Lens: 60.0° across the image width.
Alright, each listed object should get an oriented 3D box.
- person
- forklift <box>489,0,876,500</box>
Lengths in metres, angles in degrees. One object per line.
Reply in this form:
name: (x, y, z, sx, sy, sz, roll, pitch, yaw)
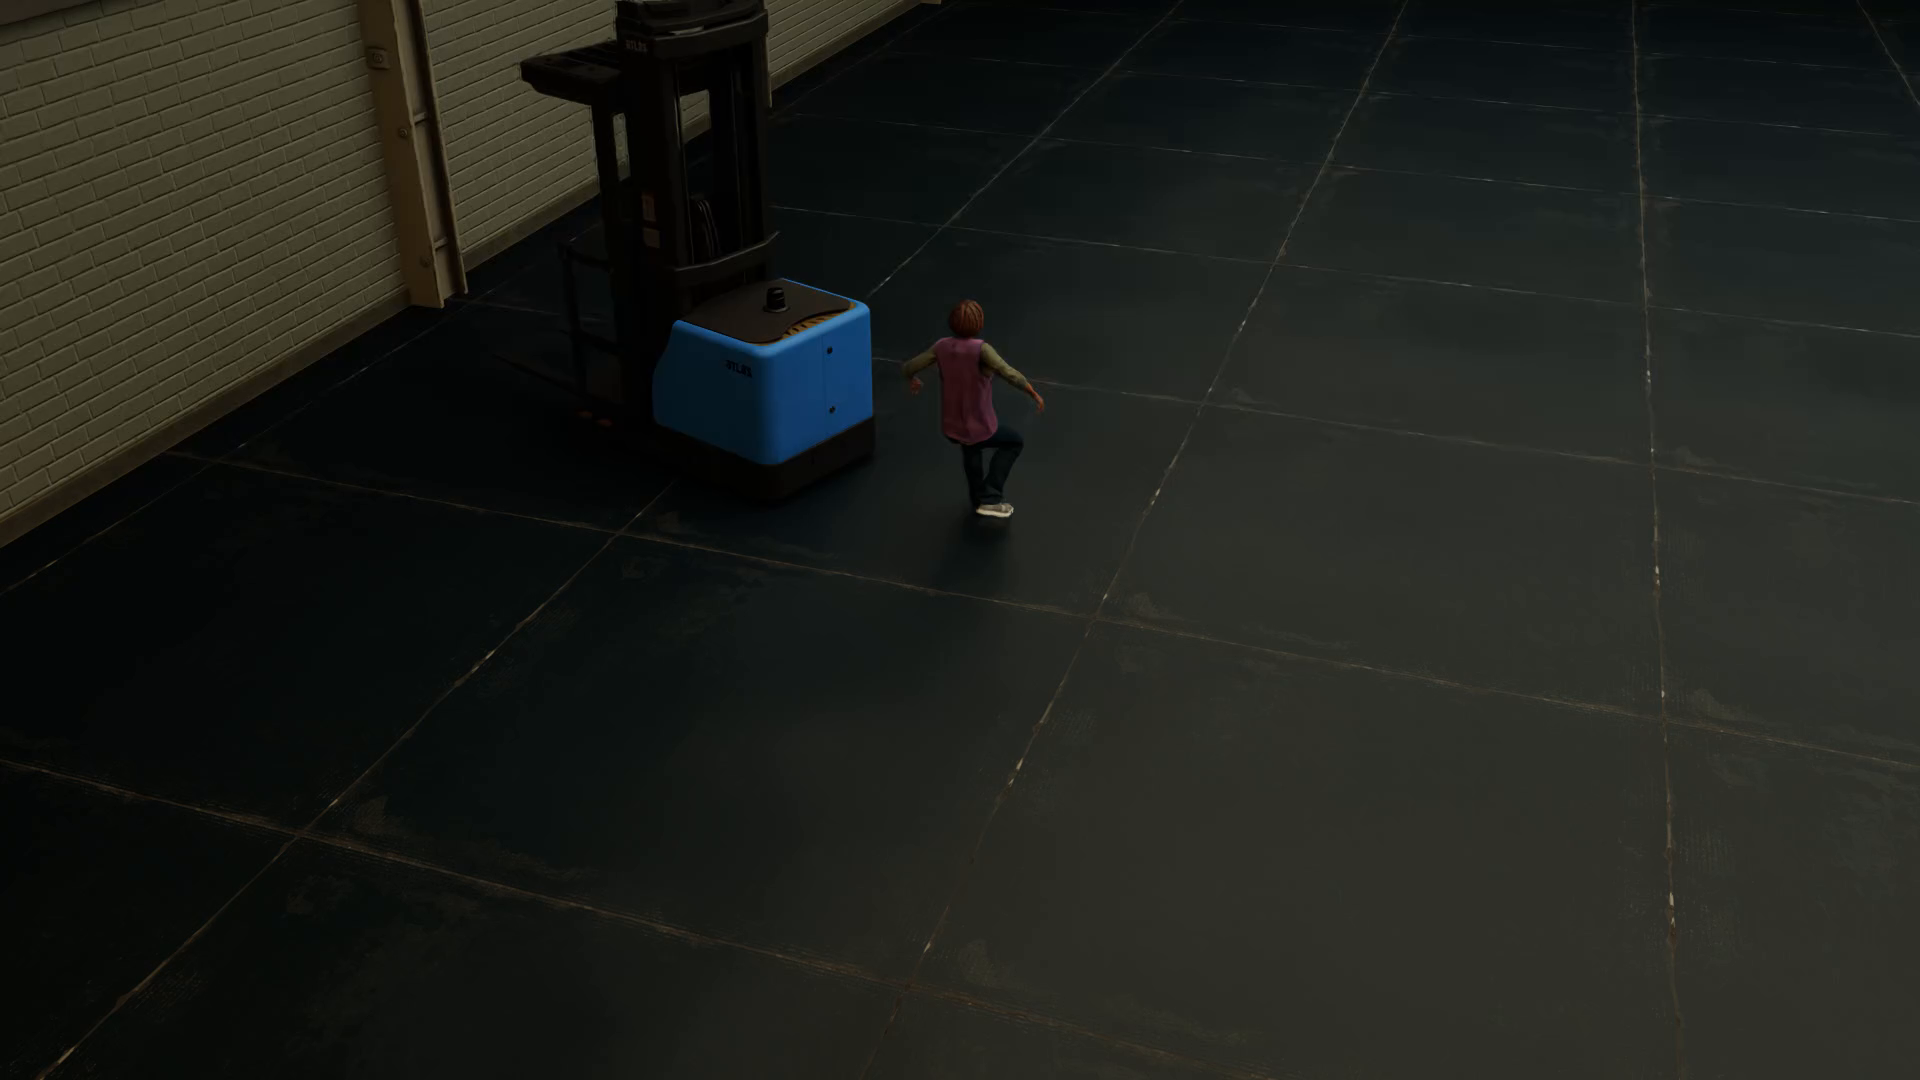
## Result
person: (0.118, -0.770, 9.930, 0.876, 1.487, 0.643, 19, 35, 29)
forklift: (-2.025, -2.108, 10.835, 3.031, 2.935, 1.130, 21, 36, 33)
